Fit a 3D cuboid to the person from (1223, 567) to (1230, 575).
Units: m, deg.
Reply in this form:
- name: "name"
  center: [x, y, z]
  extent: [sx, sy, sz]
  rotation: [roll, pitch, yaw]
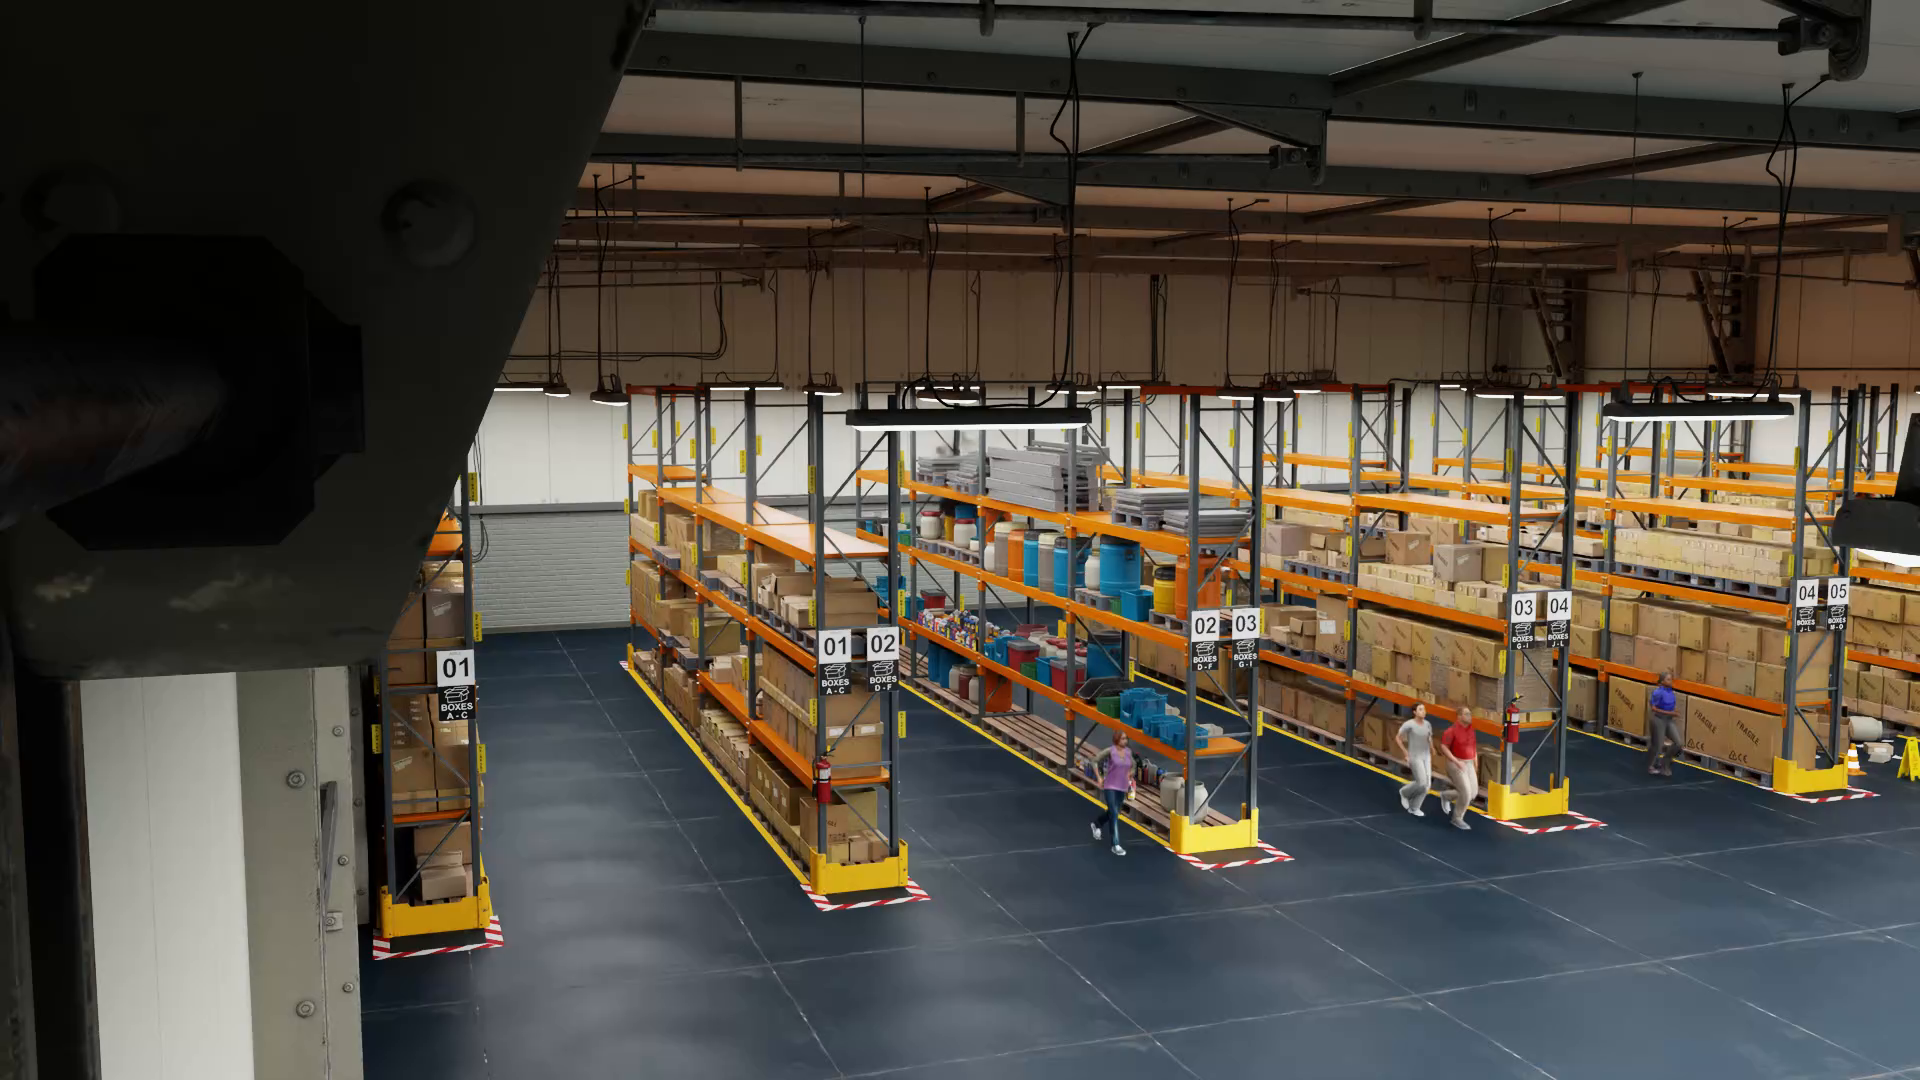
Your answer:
- name: "person"
  center: [6.158, 1.480, 38.708]
  extent: [0.759, 1.791, 0.683]
  rotation: [-1, 6, -7]

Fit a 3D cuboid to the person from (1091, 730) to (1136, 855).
- name: "person"
  center: [2.058, 3.259, 21.824]
  extent: [0.569, 1.550, 0.930]
  rotation: [-3, 7, -26]

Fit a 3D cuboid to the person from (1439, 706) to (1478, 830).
- name: "person"
  center: [6.903, 3.126, 23.074]
  extent: [0.690, 1.678, 0.625]
  rotation: [-4, 7, -36]

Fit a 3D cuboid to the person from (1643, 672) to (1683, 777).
- name: "person"
  center: [10.909, 2.869, 25.772]
  extent: [0.564, 1.648, 0.675]
  rotation: [-3, 7, -26]

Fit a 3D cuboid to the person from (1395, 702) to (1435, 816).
- name: "person"
  center: [6.493, 3.096, 23.514]
  extent: [0.542, 1.619, 0.520]
  rotation: [-2, 6, -21]
